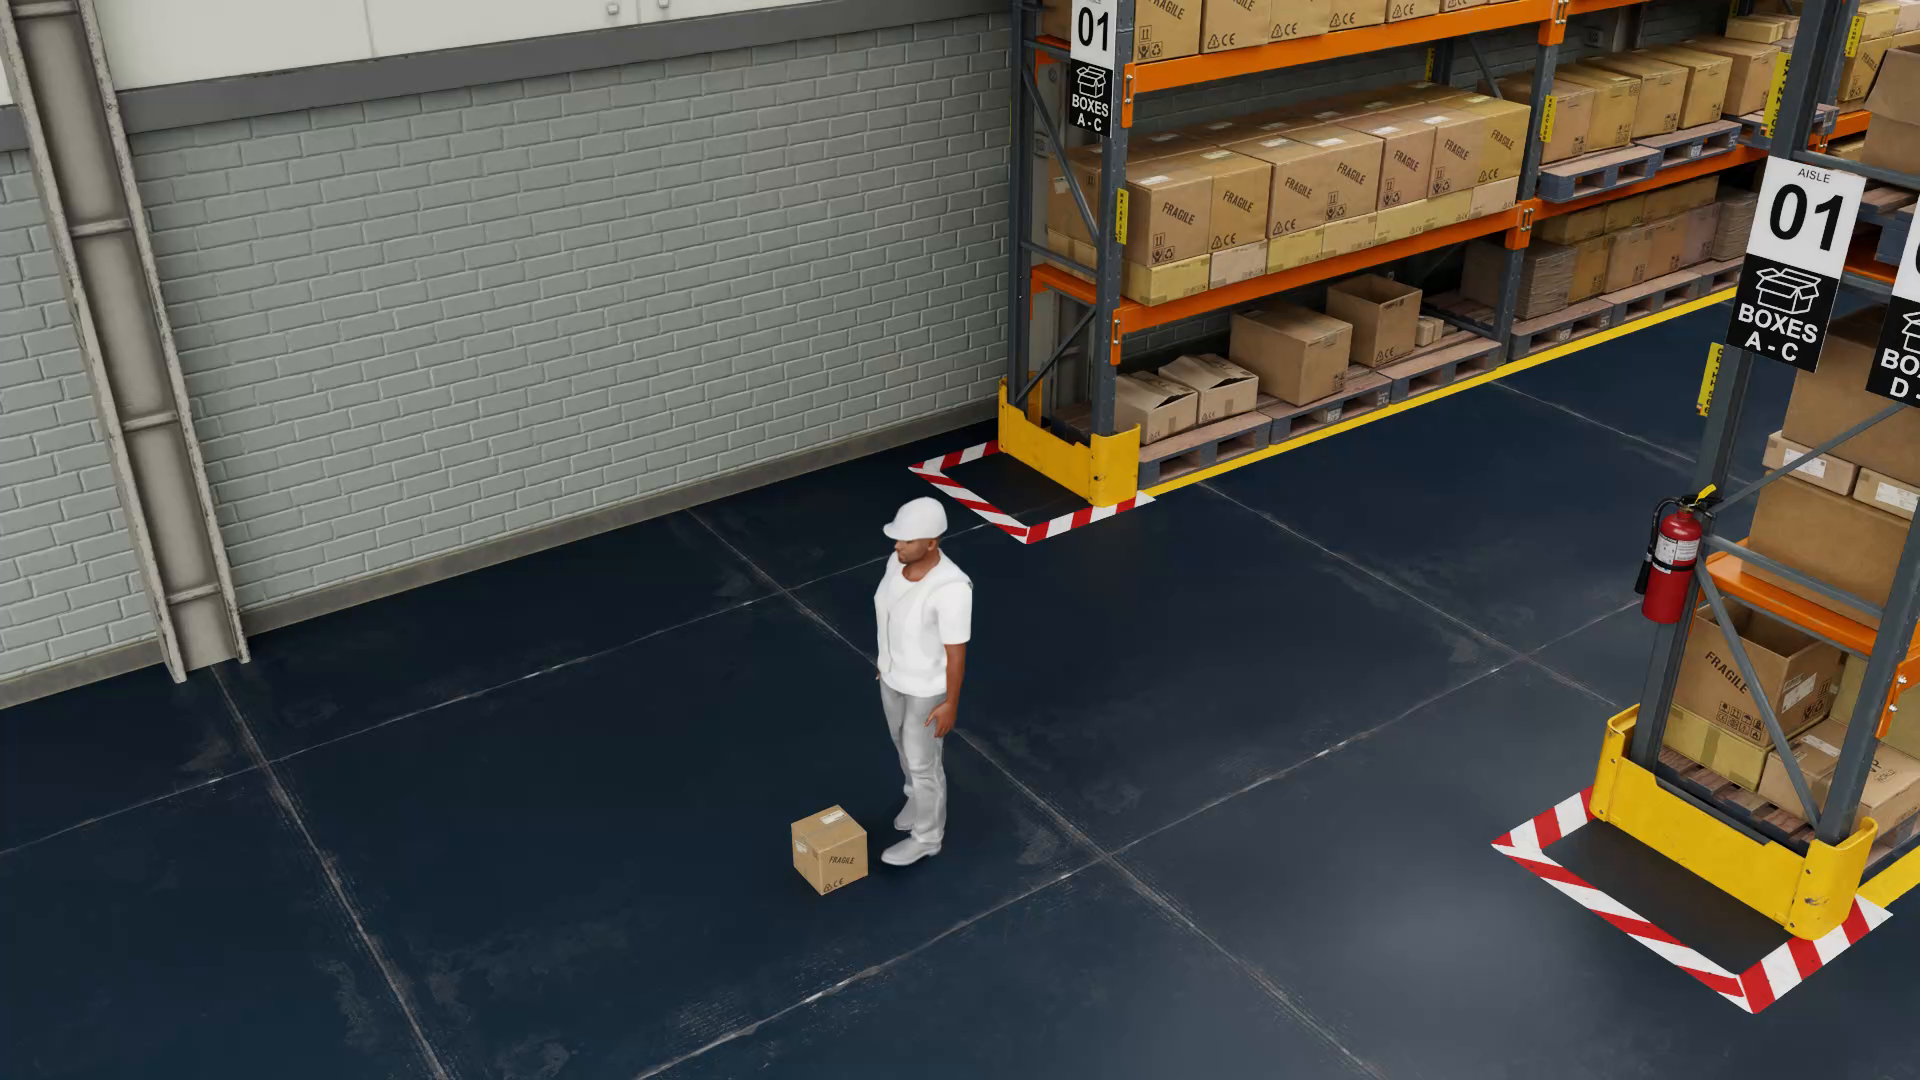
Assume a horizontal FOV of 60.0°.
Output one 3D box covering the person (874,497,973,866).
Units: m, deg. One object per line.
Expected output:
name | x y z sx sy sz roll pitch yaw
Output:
person | -0.213 0.634 7.447 0.489 1.788 0.577 -18 33 -29
